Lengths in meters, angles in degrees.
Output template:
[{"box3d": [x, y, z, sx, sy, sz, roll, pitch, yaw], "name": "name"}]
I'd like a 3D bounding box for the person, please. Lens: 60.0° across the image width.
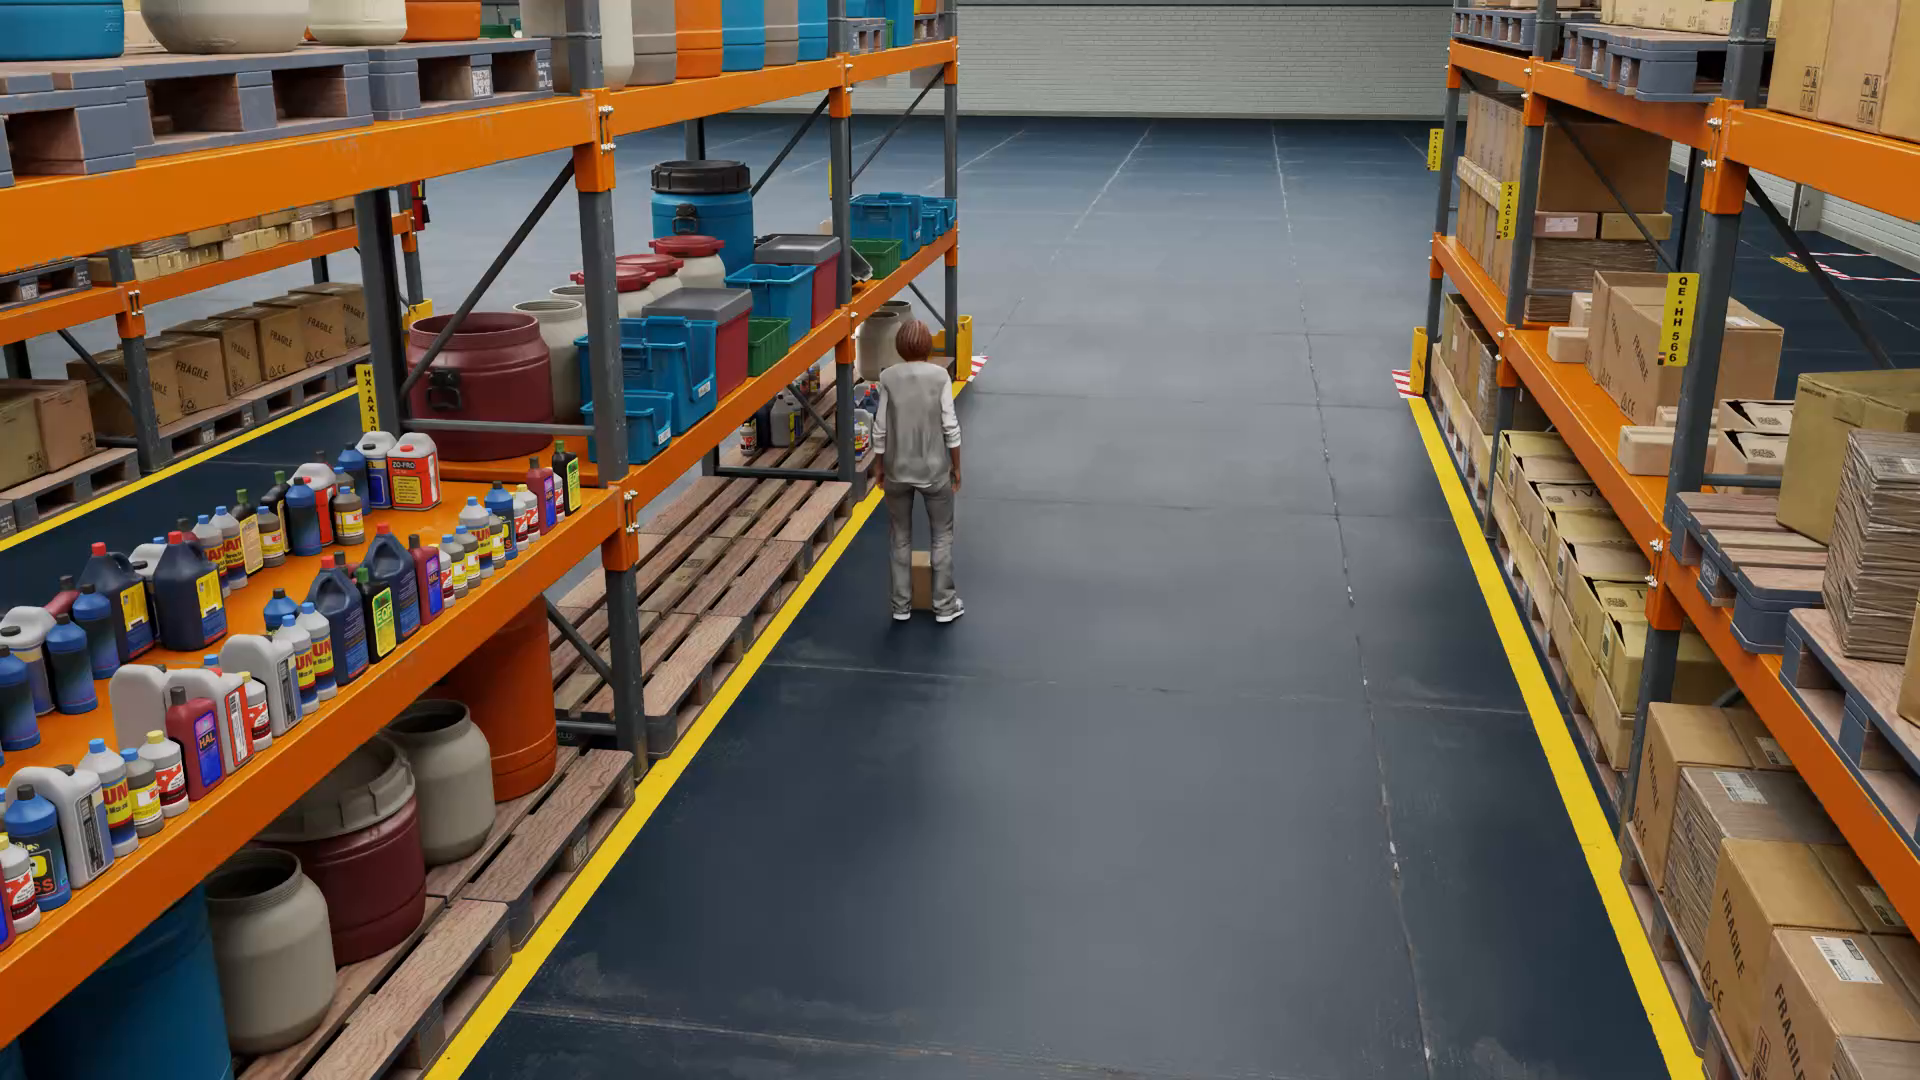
[{"box3d": [-0.217, -0.344, 8.624, 0.467, 1.590, 0.347, 2, 18, 7], "name": "person"}]
